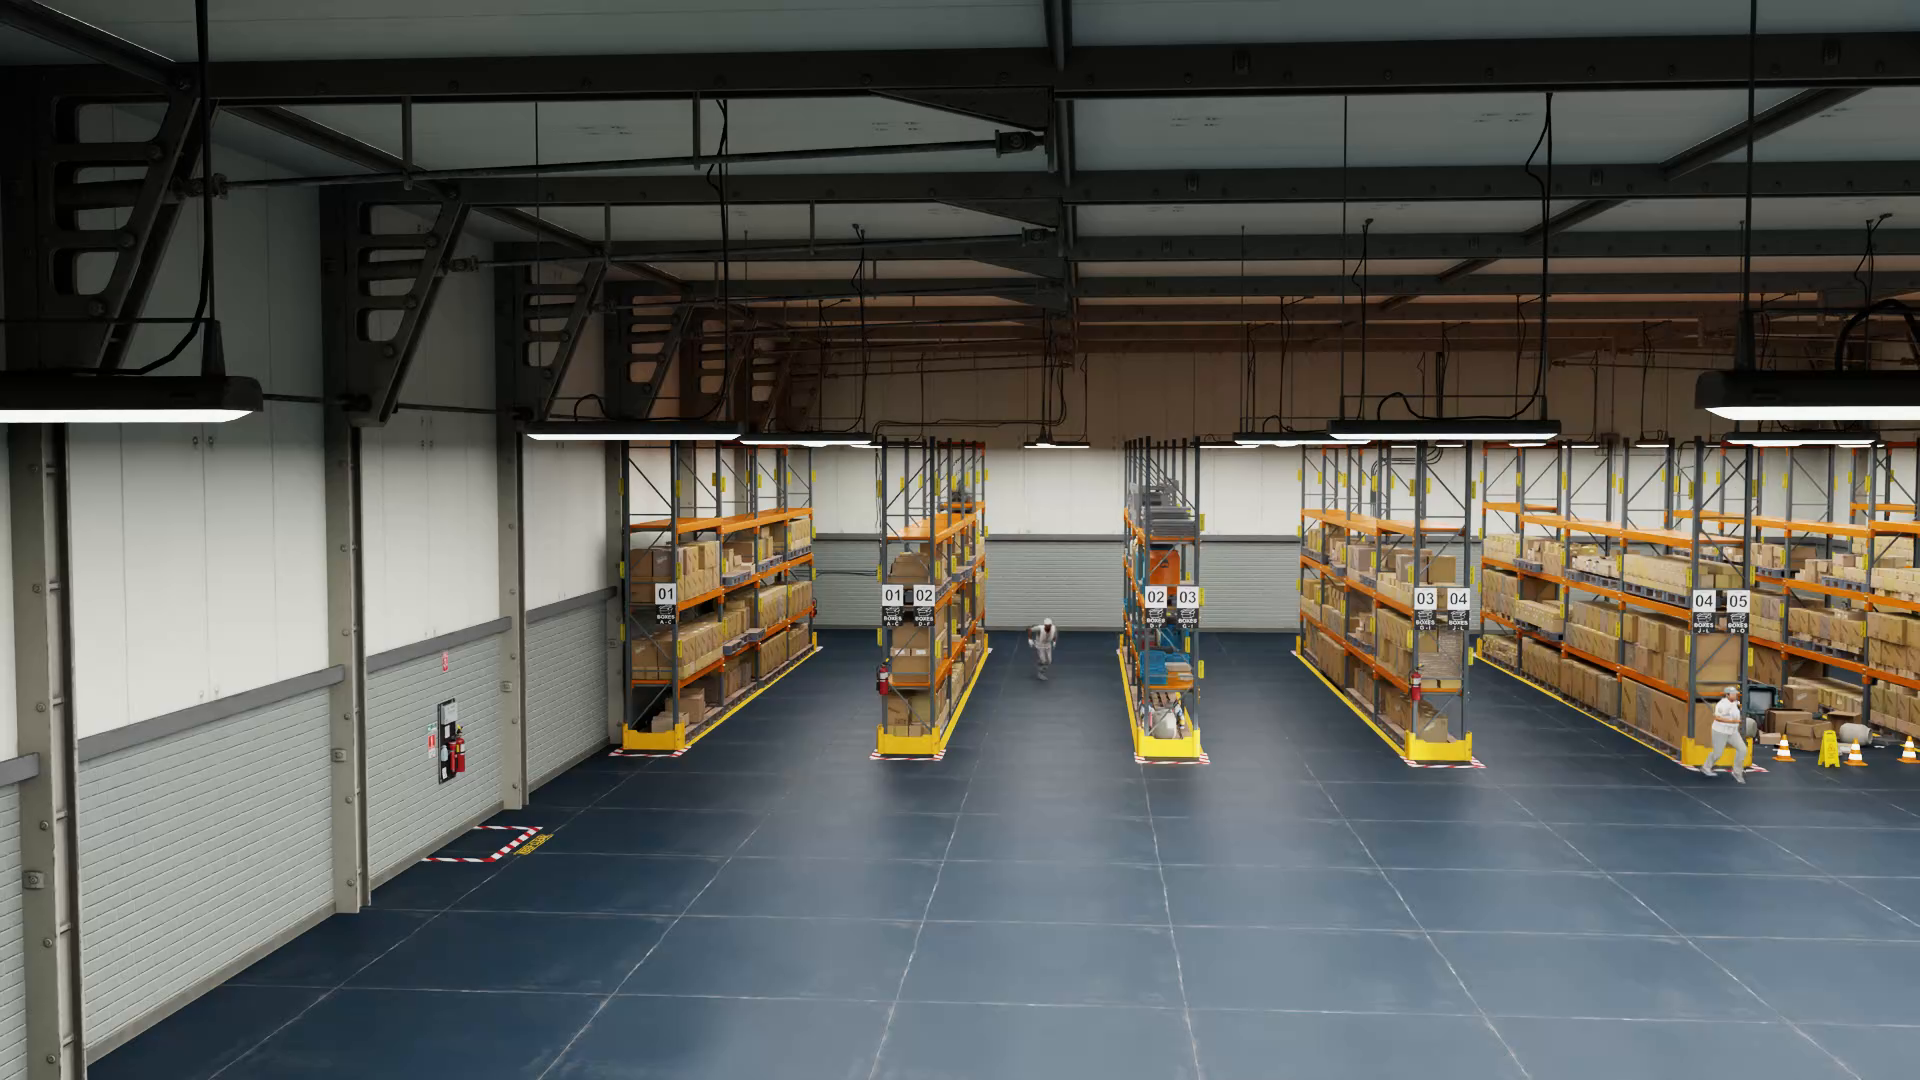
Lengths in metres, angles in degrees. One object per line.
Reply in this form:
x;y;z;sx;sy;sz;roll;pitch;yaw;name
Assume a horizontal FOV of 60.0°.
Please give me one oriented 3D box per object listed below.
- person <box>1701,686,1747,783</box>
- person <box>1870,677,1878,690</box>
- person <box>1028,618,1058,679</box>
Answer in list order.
13.263;3.375;28.854;0.624;1.711;0.805;-2;3;-27;person
21.817;2.803;39.297;0.533;1.587;0.860;0;3;-3;person
2.074;2.715;41.415;0.716;1.591;0.819;-1;3;-16;person
